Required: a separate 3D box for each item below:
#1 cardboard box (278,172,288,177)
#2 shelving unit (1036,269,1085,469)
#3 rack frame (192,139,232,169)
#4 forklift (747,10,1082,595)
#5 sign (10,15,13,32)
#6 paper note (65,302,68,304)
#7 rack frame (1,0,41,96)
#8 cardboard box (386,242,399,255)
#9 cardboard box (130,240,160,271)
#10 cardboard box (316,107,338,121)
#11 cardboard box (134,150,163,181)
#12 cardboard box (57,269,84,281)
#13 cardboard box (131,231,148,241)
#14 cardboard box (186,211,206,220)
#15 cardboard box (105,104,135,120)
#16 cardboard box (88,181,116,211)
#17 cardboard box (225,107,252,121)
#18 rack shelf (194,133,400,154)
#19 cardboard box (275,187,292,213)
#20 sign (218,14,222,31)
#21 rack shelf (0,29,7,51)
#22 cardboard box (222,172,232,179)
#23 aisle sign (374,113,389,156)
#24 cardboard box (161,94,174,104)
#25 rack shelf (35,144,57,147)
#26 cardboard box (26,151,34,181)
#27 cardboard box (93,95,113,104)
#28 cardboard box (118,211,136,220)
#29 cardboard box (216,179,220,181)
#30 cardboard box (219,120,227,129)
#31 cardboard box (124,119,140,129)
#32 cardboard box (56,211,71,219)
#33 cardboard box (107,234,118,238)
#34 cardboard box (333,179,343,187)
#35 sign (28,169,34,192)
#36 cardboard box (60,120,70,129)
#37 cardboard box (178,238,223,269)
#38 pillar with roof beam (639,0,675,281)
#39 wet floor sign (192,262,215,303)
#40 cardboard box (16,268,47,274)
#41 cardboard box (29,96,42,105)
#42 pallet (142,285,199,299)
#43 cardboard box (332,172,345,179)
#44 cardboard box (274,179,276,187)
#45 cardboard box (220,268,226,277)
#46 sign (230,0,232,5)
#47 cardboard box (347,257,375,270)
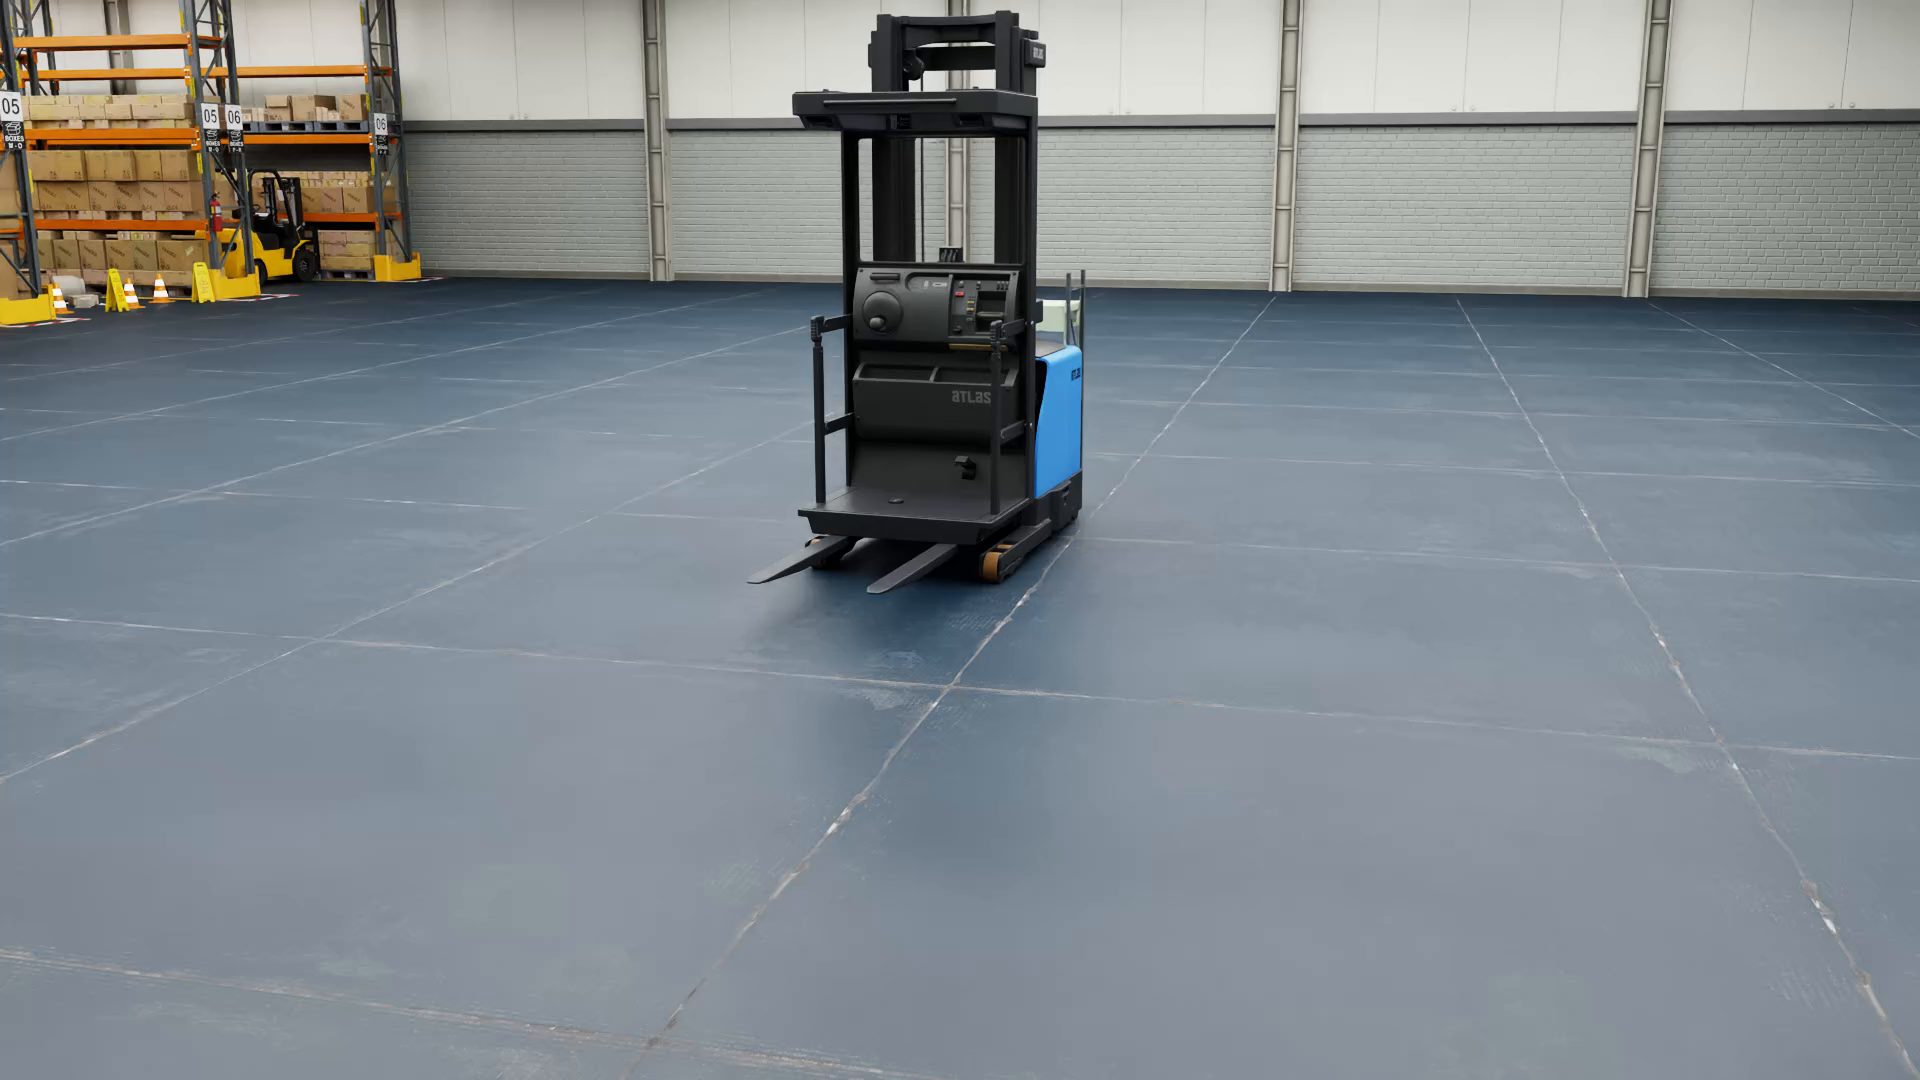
[{"bbox_3d":[-13.361,-7.253,33.084,0.250,0.149,0.380,3,13,14],"label":"cardboard box"},{"bbox_3d":[0.375,-0.964,10.614,0.755,1.500,0.431,4,13,18],"label":"shelving unit"},{"bbox_3d":[-15.115,-6.880,33.821,0.127,3.000,1.000,3,13,14],"label":"rack frame"},{"bbox_3d":[-0.200,-1.303,8.841,1.130,2.935,3.031,4,13,18],"label":"forklift"},{"bbox_3d":[-19.119,-10.397,33.480,0.005,0.325,0.100,3,13,14],"label":"sign"},{"bbox_3d":[-14.601,-3.880,27.177,0.142,0.019,0.148,8,15,33],"label":"paper note"},{"bbox_3d":[-16.301,-8.765,28.465,0.127,3.000,1.000,3,13,14],"label":"rack frame"},{"bbox_3d":[-11.639,-5.848,33.390,0.500,0.250,0.500,3,13,15],"label":"cardboard box"},{"bbox_3d":[-13.765,-4.871,28.410,0.500,0.500,0.500,4,13,16],"label":"cardboard box"},{"bbox_3d":[-12.355,-8.318,32.484,0.258,0.266,0.396,3,13,14],"label":"cardboard box"},{"bbox_3d":[-13.455,-6.319,28.066,0.500,0.500,0.700,3,13,14],"label":"cardboard box"},{"bbox_3d":[-15.272,-4.586,28.859,0.500,0.250,0.500,4,13,17],"label":"cardboard box"},{"bbox_3d":[-13.874,-5.180,28.304,0.250,0.149,0.380,3,13,14],"label":"cardboard box"},{"bbox_3d":[-12.832,-5.481,28.091,0.250,0.149,0.380,4,13,15],"label":"cardboard box"},{"bbox_3d":[-13.972,-7.187,27.938,0.500,0.250,0.500,3,13,15],"label":"cardboard box"},{"bbox_3d":[-14.468,-5.877,28.380,0.500,0.500,0.500,3,13,14],"label":"cardboard box"},{"bbox_3d":[-14.366,-8.461,33.023,0.500,0.311,0.500,3,13,15],"label":"cardboard box"},{"bbox_3d":[-13.174,-7.890,33.106,4.000,0.370,1.077,3,13,14],"label":"rack shelf"},{"bbox_3d":[-13.262,-6.771,33.097,0.500,0.500,0.500,3,13,14],"label":"cardboard box"},{"bbox_3d":[-14.959,-10.458,33.573,0.005,0.325,0.100,3,13,14],"label":"sign"},{"bbox_3d":[-15.447,-7.069,23.403,4.000,0.370,1.077,3,13,14],"label":"rack shelf"},{"bbox_3d":[-14.597,-7.321,33.393,0.250,0.149,0.380,3,13,14],"label":"cardboard box"},{"bbox_3d":[-11.238,-7.877,32.310,0.004,0.787,0.394,3,13,14],"label":"aisle sign"},{"bbox_3d":[-13.058,-7.337,27.691,0.250,0.149,0.380,3,13,15],"label":"cardboard box"},{"bbox_3d":[-20.941,-8.305,34.977,4.000,0.370,1.077,3,13,14],"label":"rack shelf"},{"bbox_3d":[-15.926,-6.450,28.655,0.500,0.500,0.700,3,13,13],"label":"cardboard box"},{"bbox_3d":[-14.313,-7.388,27.921,0.250,0.149,0.380,3,13,15],"label":"cardboard box"},{"bbox_3d":[-14.090,-5.532,28.324,0.250,0.149,0.380,3,13,13],"label":"cardboard box"},{"bbox_3d":[-14.869,-7.174,33.416,0.250,0.149,0.380,3,13,13],"label":"cardboard box"},{"bbox_3d":[-12.662,-7.056,28.267,0.250,0.149,0.380,3,13,14],"label":"cardboard box"},{"bbox_3d":[-13.813,-6.987,27.957,0.250,0.149,0.380,3,13,13],"label":"cardboard box"},{"bbox_3d":[-15.317,-5.600,28.630,0.250,0.149,0.380,3,13,15],"label":"cardboard box"},{"bbox_3d":[-17.107,-6.031,34.506,0.625,0.625,0.875,3,13,11],"label":"cardboard box"},{"bbox_3d":[-12.128,-7.031,32.770,0.250,0.149,0.380,3,13,15],"label":"cardboard box"},{"bbox_3d":[-13.367,-5.160,23.886,0.005,0.325,0.100,3,13,14],"label":"sign"},{"bbox_3d":[-15.059,-7.058,28.275,0.250,0.149,0.380,3,13,12],"label":"cardboard box"},{"bbox_3d":[-13.158,-4.959,28.806,0.500,0.500,0.500,3,13,12],"label":"cardboard box"},{"bbox_3d":[-6.898,-8.611,27.768,0.400,9.000,9.100,3,13,14],"label":"pillar with roof beam"},{"bbox_3d":[-12.489,-4.245,27.376,0.232,0.644,0.267,8,15,33],"label":"wet floor sign"},{"bbox_3d":[-15.587,-4.276,27.845,0.500,0.500,0.500,-9,15,-35],"label":"cardboard box"},{"bbox_3d":[-15.560,-7.460,28.244,0.250,0.149,0.380,3,13,12],"label":"cardboard box"},{"bbox_3d":[-13.271,-4.321,28.723,1.213,0.211,1.003,3,13,14],"label":"pallet"},{"bbox_3d":[-12.137,-7.172,32.719,0.250,0.149,0.380,3,13,15],"label":"cardboard box"},{"bbox_3d":[-13.633,-7.102,33.089,0.250,0.149,0.380,3,13,12],"label":"cardboard box"},{"bbox_3d":[-13.134,-4.592,28.883,0.500,0.250,0.500,3,13,13],"label":"cardboard box"},{"bbox_3d":[-12.287,-9.166,27.934,0.005,0.325,0.100,3,13,14],"label":"sign"},{"bbox_3d":[-11.764,-5.493,32.948,0.500,0.250,0.500,3,13,14],"label":"cardboard box"}]
